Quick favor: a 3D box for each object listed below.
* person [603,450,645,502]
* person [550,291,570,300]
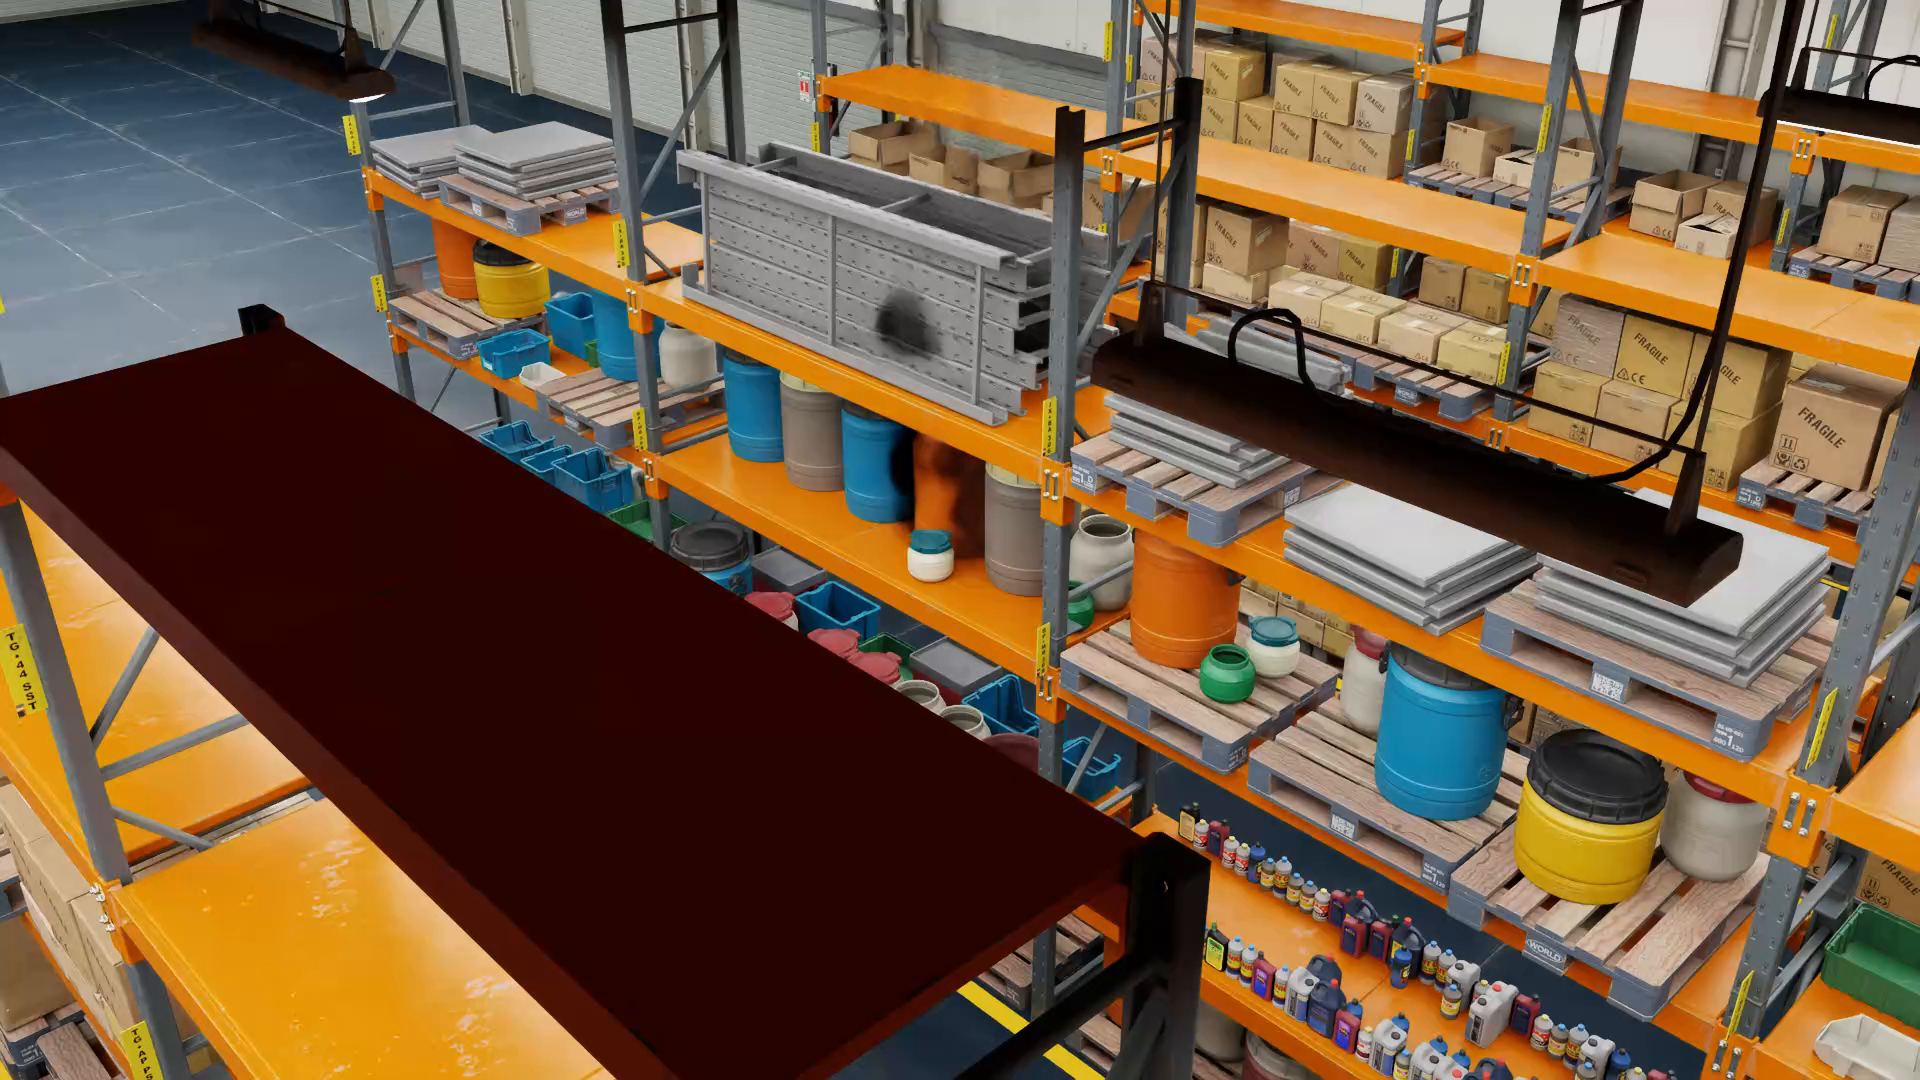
[{"bbox_3d":[-3.225,-0.635,16.272,0.901,1.713,0.586,22,35,35],"label":"person"},{"bbox_3d":[-4.390,-2.072,18.989,0.743,1.642,0.583,-10,30,-18],"label":"person"}]
